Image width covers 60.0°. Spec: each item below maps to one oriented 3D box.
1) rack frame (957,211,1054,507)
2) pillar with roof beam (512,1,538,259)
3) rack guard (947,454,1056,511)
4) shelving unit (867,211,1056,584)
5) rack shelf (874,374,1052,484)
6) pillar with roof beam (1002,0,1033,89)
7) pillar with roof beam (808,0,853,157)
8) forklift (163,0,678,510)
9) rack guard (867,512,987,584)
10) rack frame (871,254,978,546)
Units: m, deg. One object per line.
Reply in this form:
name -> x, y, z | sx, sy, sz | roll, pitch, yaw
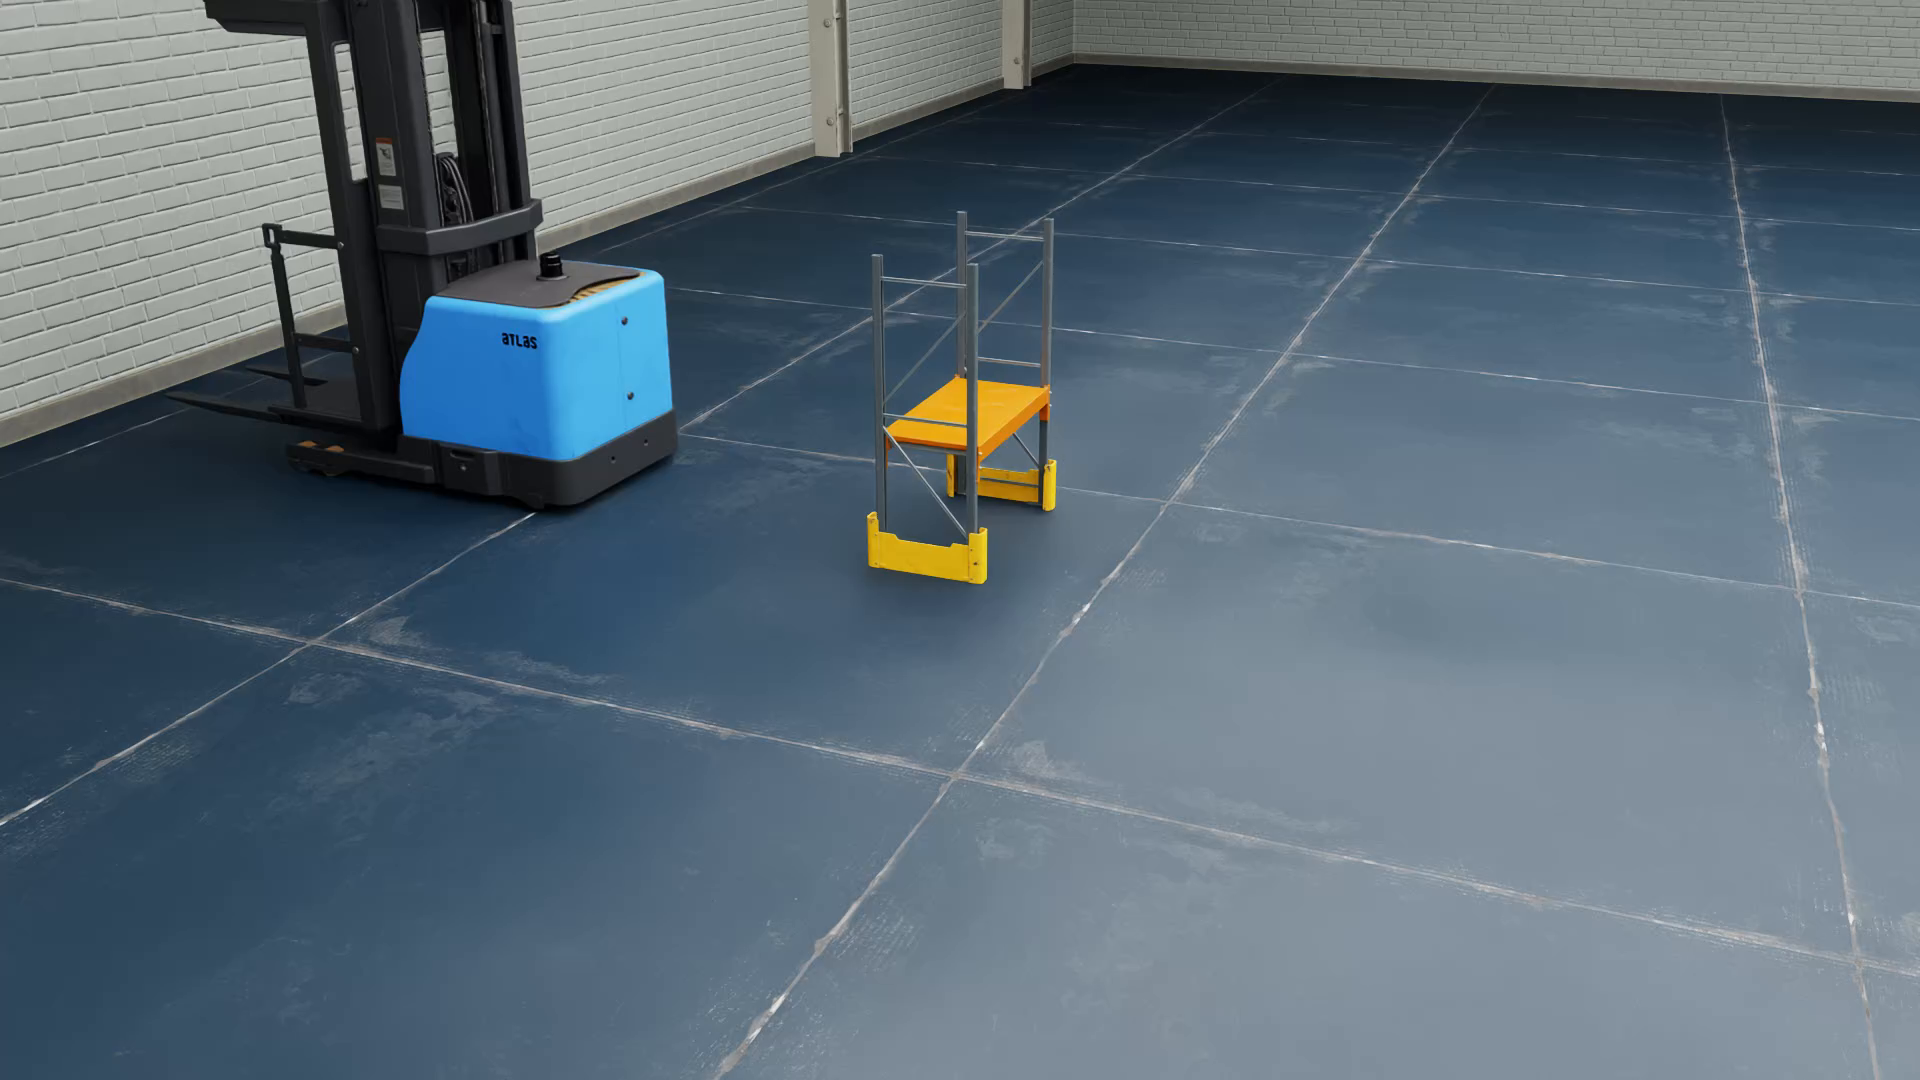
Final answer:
rack frame -> 0.221, -0.904, 8.470 | 0.500, 1.500, 0.032 | 9, 24, 20
pillar with roof beam -> 0.346, -5.712, 10.249 | 9.100, 9.000, 0.400 | 9, 24, 20
rack guard -> 0.213, -0.321, 8.694 | 0.587, 0.250, 0.087 | 9, 24, 20
shelving unit -> 0.028, -0.719, 8.026 | 0.587, 1.500, 1.083 | 9, 24, 20
rack shelf -> 0.032, -0.557, 8.103 | 0.538, 0.185, 1.000 | 9, 24, 20
pillar with roof beam -> 4.804, -10.006, 20.529 | 9.100, 9.000, 0.400 | 9, 24, 20
pillar with roof beam -> 2.575, -7.859, 15.389 | 9.100, 9.000, 0.400 | 9, 24, 20
forklift -> -3.136, -1.872, 8.929 | 3.031, 2.935, 1.130 | 10, 25, 22
rack guard -> -0.157, 0.036, 7.840 | 0.587, 0.250, 0.087 | 9, 24, 20
rack frame -> -0.157, -0.541, 7.599 | 0.500, 1.500, 0.032 | 9, 24, 20
